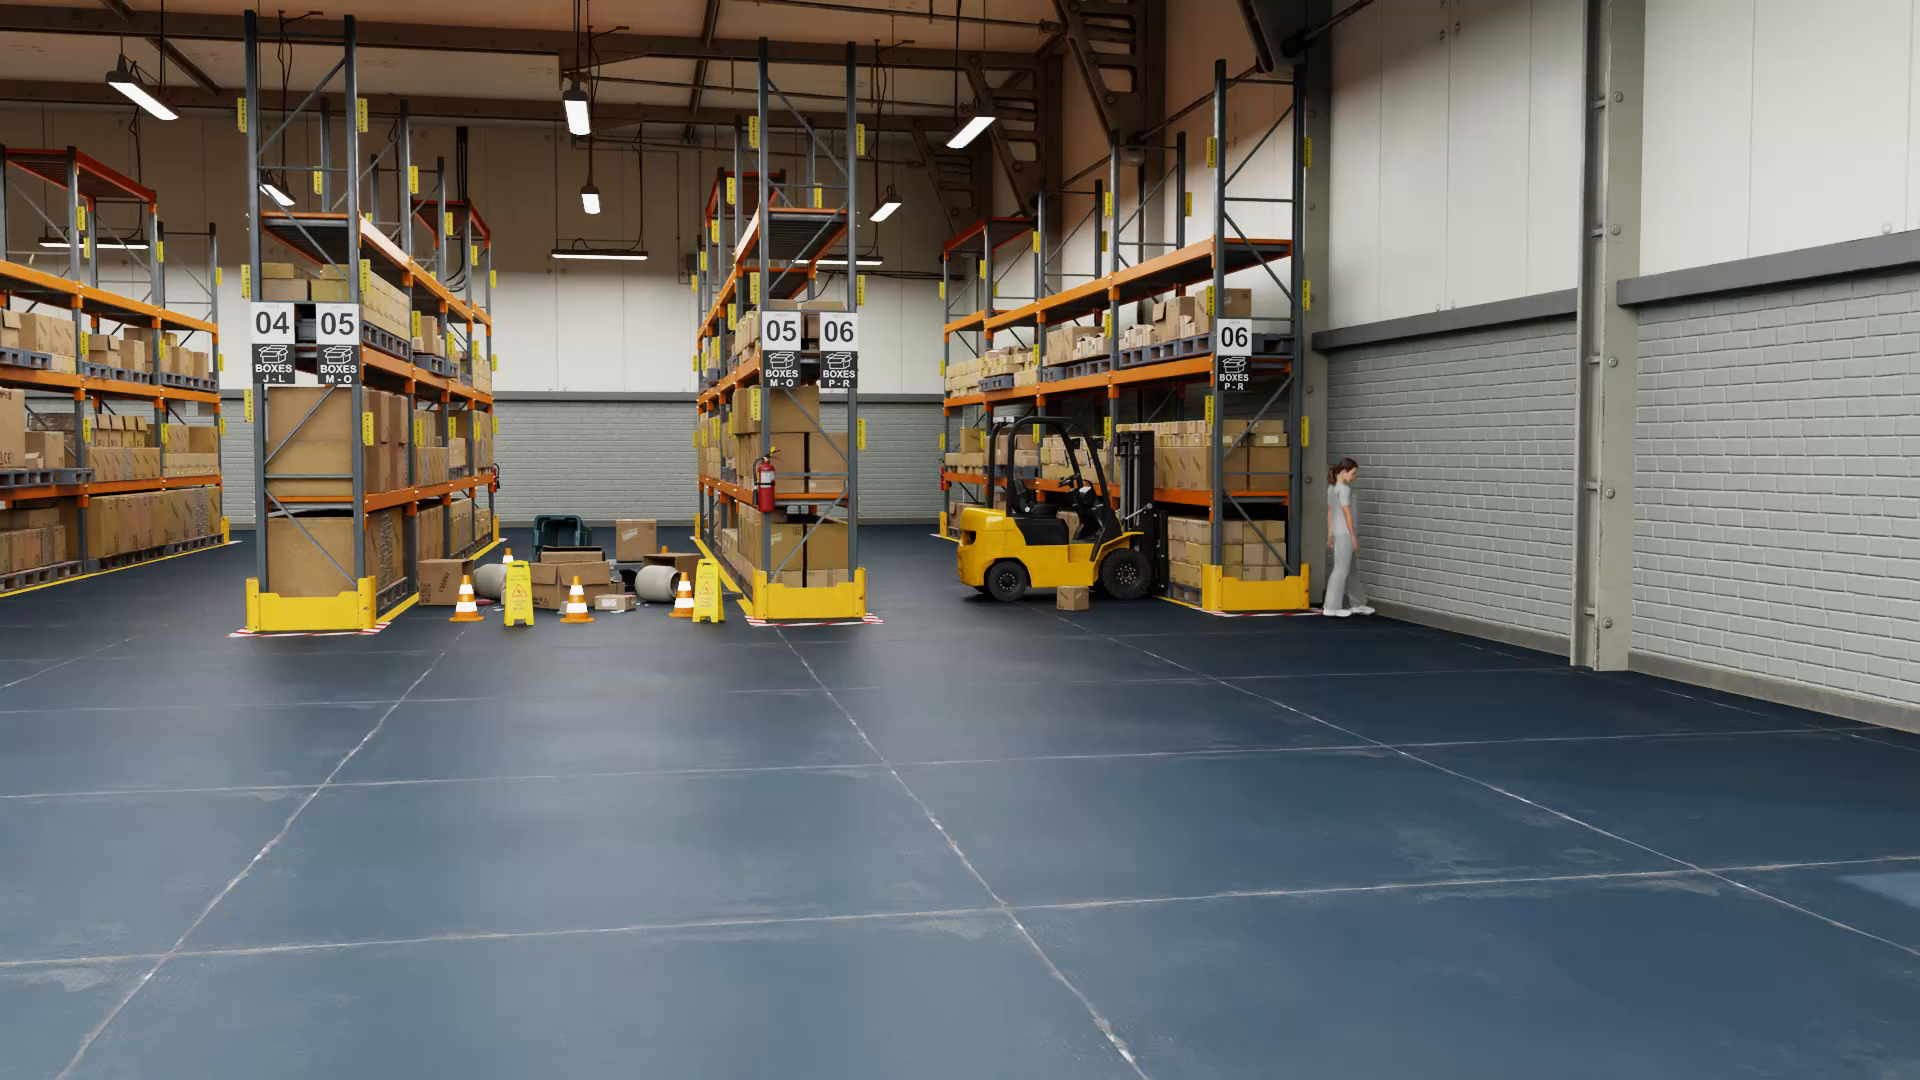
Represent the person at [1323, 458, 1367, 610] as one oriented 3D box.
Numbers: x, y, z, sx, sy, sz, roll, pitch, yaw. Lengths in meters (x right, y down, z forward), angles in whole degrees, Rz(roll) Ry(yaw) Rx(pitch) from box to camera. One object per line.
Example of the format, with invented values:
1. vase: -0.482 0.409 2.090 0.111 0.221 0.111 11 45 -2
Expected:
1. person: 4.068 -0.071 17.439 0.568 1.587 0.481 0 3 -9
